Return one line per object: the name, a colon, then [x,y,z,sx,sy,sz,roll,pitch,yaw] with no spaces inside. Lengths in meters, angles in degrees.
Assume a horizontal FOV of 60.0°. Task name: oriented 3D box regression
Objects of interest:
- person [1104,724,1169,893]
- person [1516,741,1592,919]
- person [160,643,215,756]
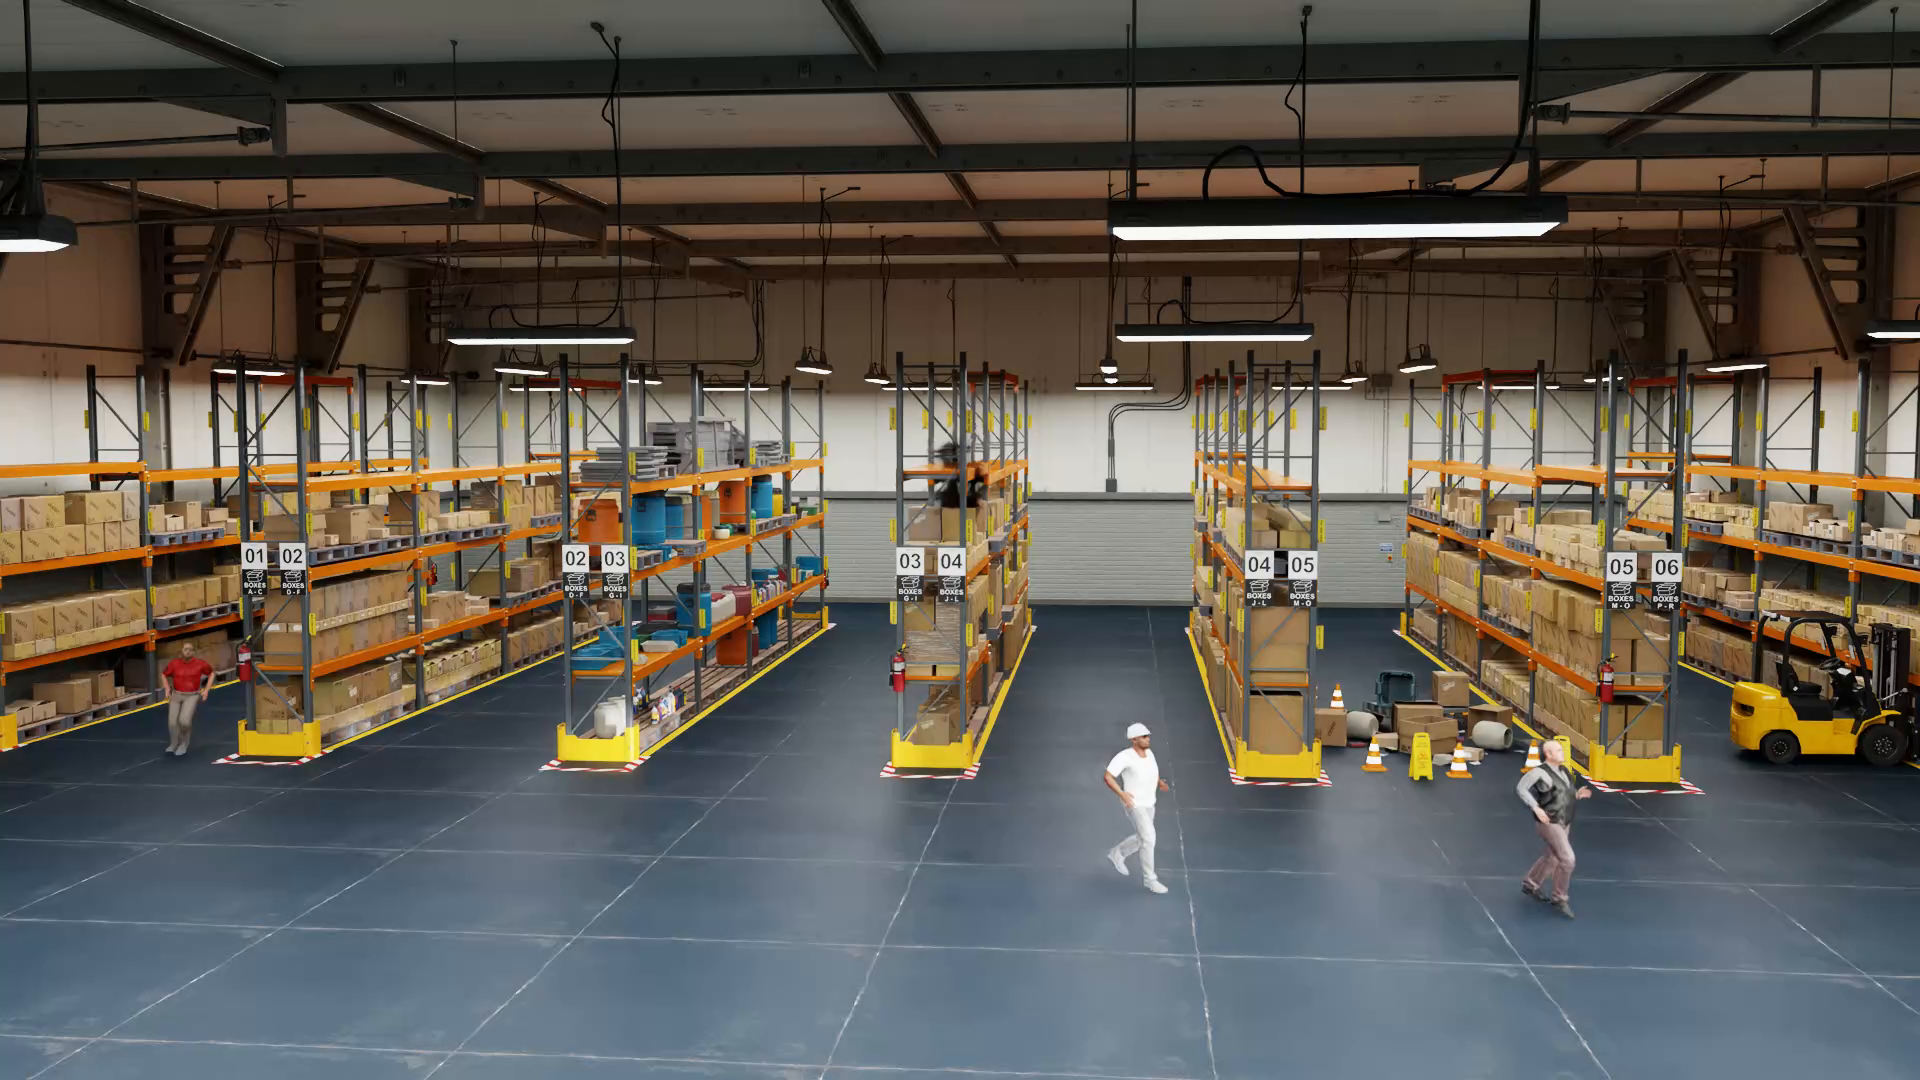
person: [1.900,2.848,17.882,0.826,1.770,0.701,3,5,39]
person: [6.069,2.938,16.993,0.639,1.780,0.731,-4,6,-43]
person: [-11.634,2.398,24.999,0.721,1.713,0.636,-1,4,-8]
